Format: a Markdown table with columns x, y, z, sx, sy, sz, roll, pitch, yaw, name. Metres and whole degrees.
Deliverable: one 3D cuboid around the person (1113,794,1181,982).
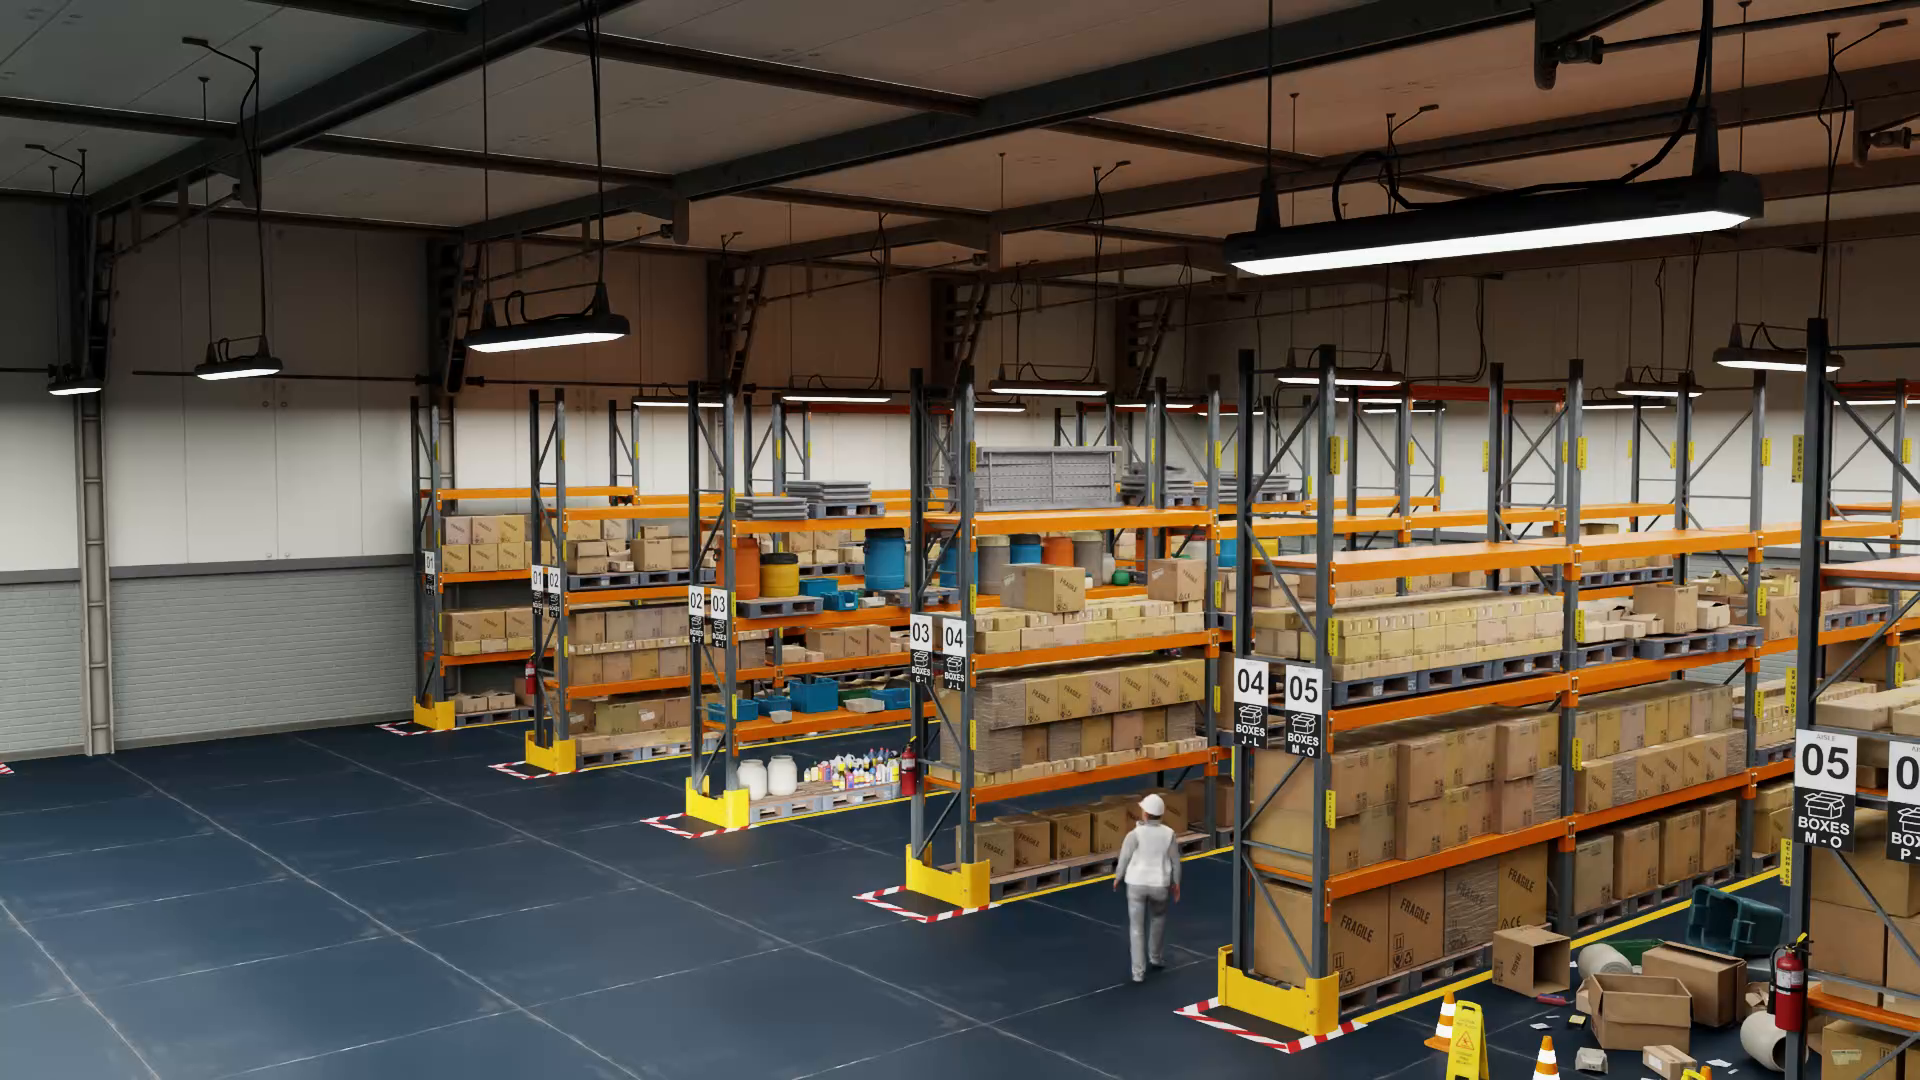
| x | y | z | sx | sy | sz | roll | pitch | yaw | name |
| --- | --- | --- | --- | --- | --- | --- | --- | --- | --- |
| 1.817 | 3.346 | 16.098 | 0.643 | 1.785 | 0.774 | 0 | 3 | -2 | person |
